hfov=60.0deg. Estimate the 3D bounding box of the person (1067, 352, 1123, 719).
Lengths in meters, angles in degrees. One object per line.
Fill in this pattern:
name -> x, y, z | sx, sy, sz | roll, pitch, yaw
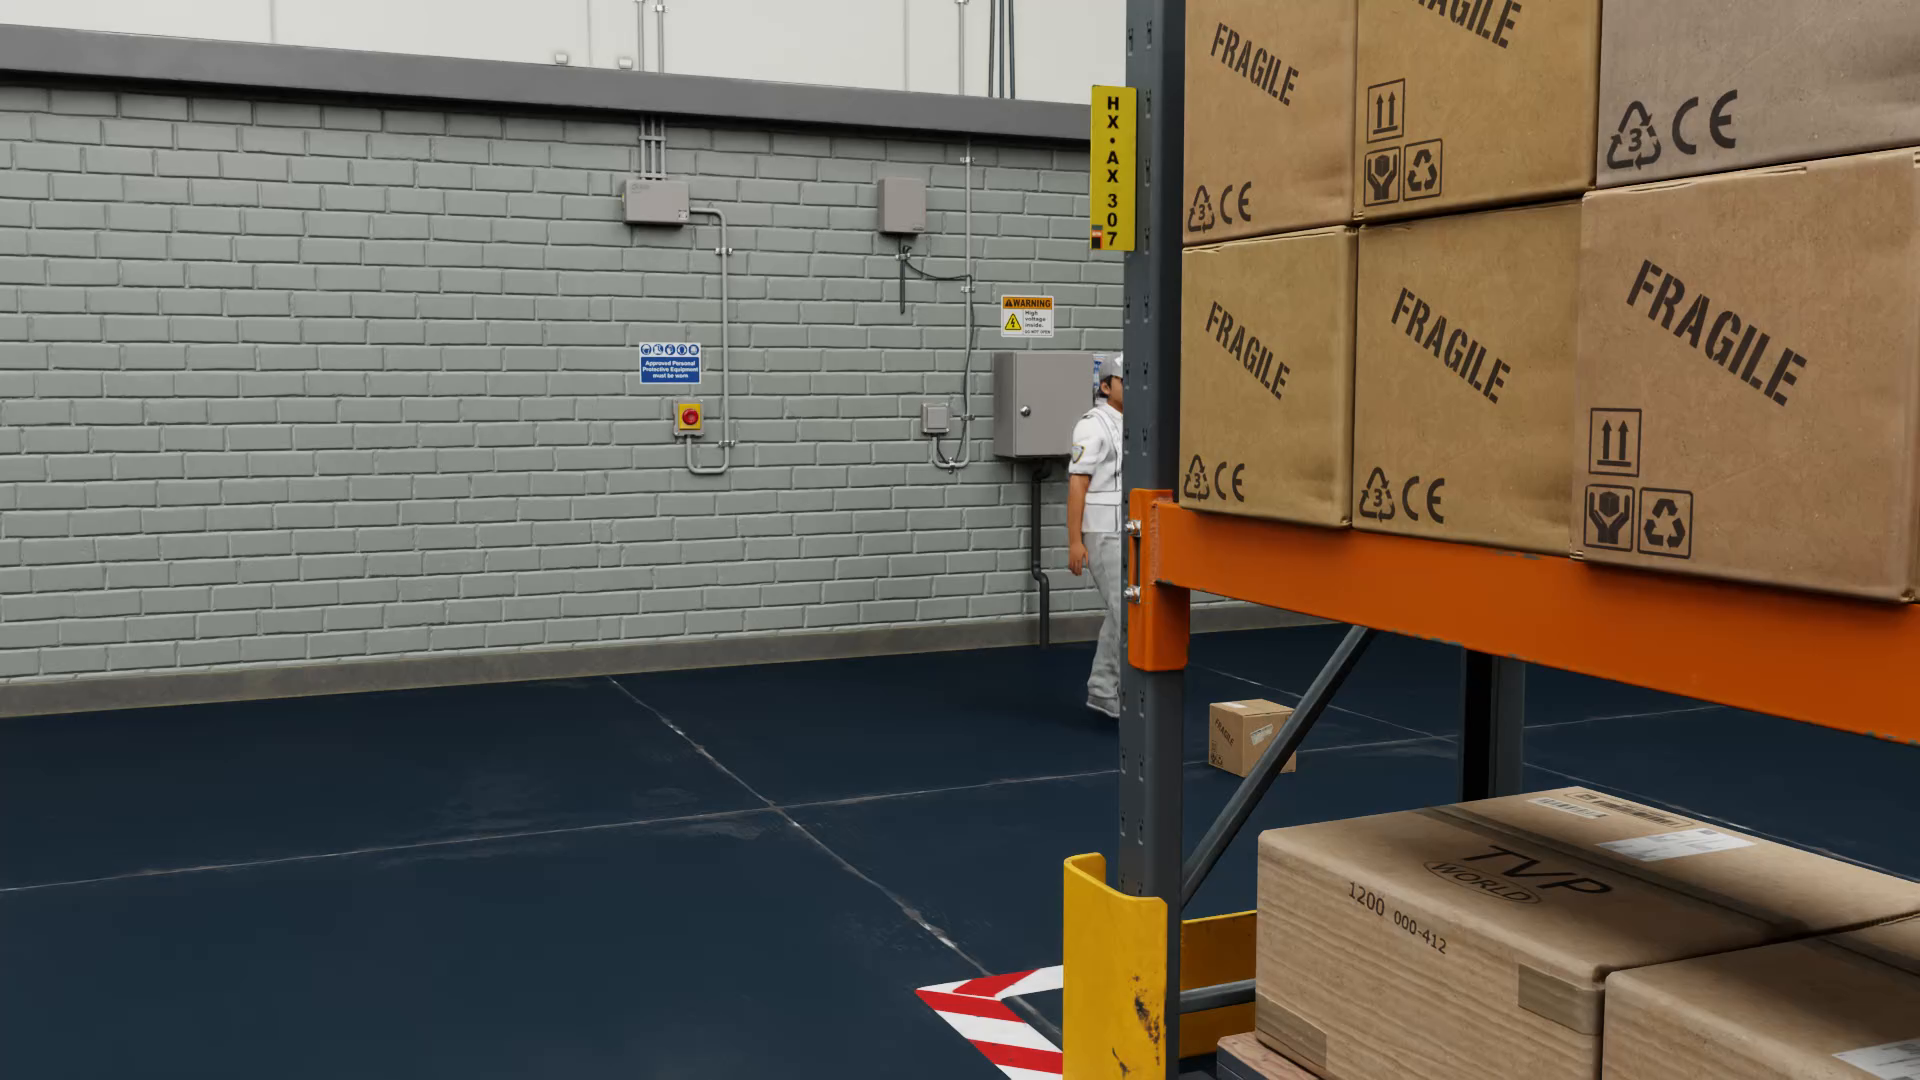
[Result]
person -> 0.795, 0.026, 7.314 | 0.498, 1.700, 0.696 | -5, 7, -42
